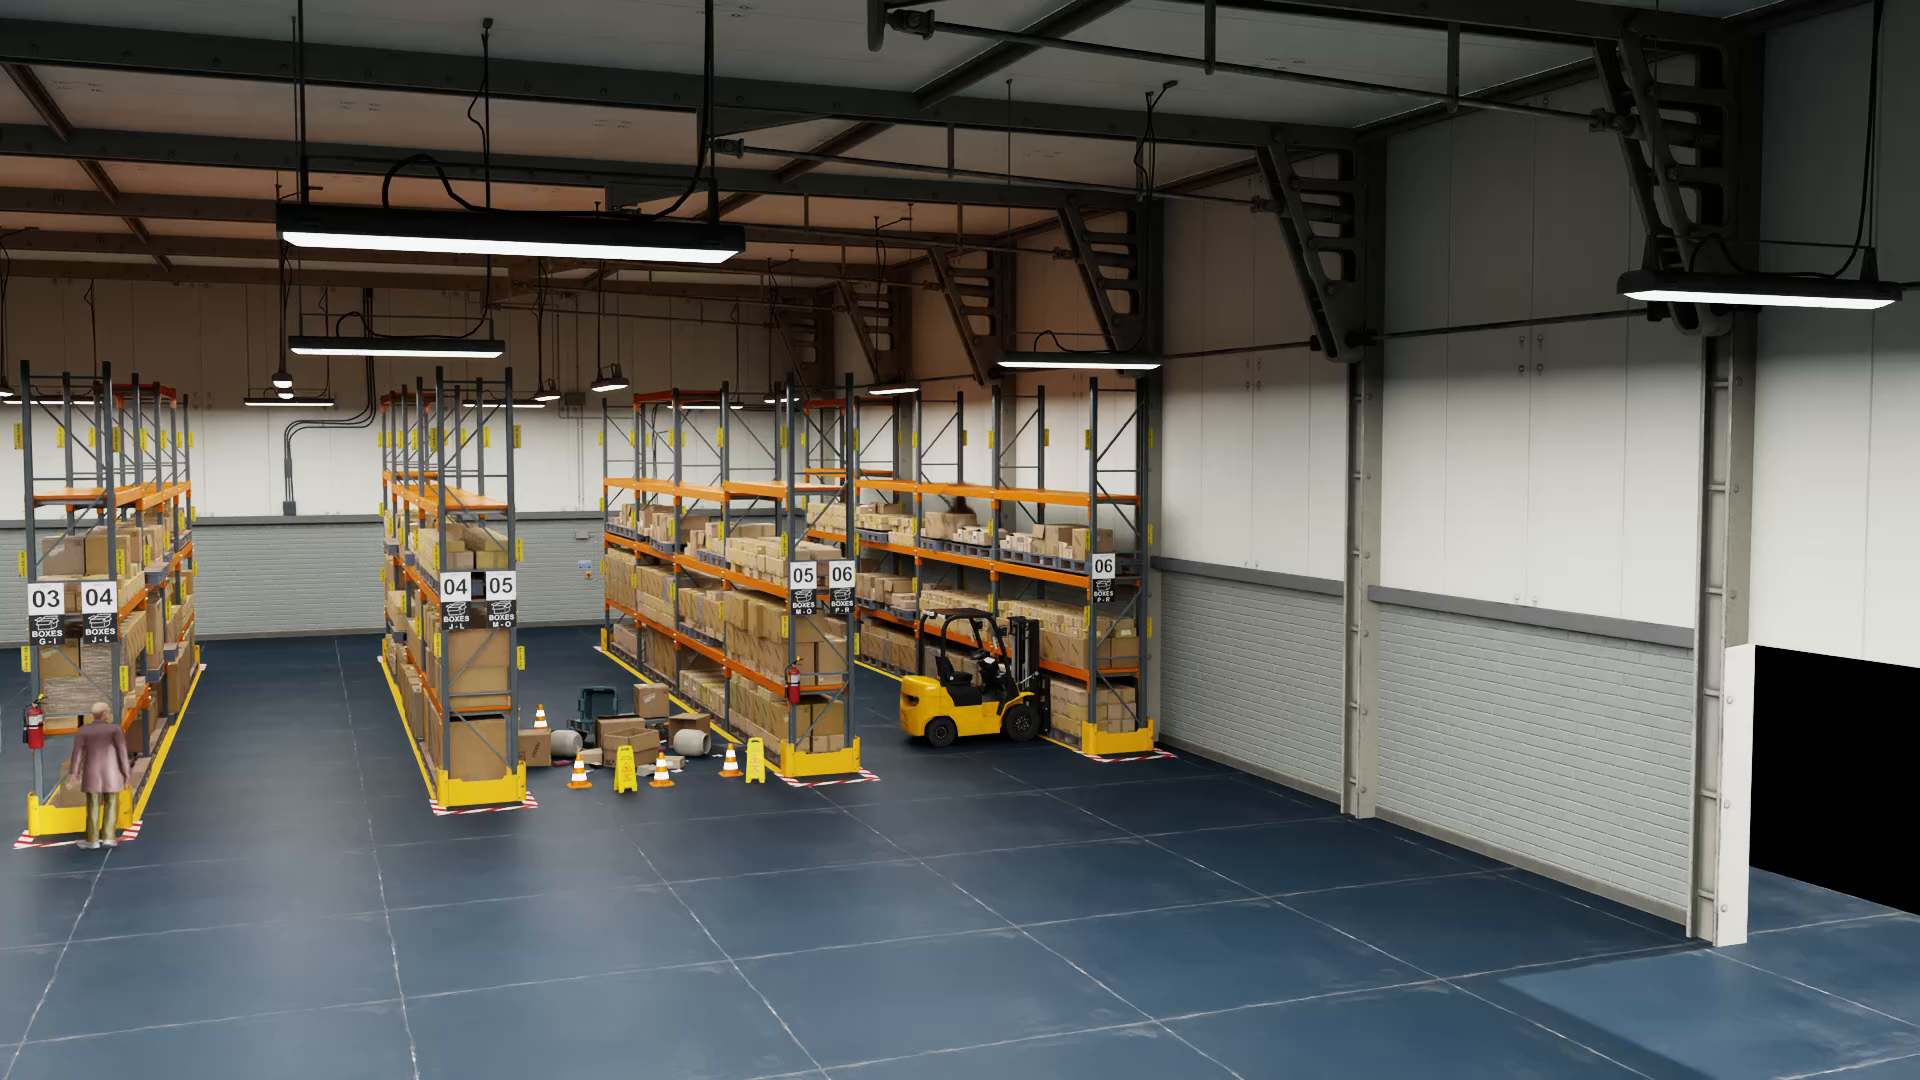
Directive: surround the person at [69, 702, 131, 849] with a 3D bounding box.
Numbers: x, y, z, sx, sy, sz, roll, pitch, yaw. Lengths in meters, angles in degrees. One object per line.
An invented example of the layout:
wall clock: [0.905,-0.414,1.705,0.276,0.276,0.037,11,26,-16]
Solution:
person: [-10.547,2.896,20.397,0.695,1.823,0.409,-1,4,-14]
